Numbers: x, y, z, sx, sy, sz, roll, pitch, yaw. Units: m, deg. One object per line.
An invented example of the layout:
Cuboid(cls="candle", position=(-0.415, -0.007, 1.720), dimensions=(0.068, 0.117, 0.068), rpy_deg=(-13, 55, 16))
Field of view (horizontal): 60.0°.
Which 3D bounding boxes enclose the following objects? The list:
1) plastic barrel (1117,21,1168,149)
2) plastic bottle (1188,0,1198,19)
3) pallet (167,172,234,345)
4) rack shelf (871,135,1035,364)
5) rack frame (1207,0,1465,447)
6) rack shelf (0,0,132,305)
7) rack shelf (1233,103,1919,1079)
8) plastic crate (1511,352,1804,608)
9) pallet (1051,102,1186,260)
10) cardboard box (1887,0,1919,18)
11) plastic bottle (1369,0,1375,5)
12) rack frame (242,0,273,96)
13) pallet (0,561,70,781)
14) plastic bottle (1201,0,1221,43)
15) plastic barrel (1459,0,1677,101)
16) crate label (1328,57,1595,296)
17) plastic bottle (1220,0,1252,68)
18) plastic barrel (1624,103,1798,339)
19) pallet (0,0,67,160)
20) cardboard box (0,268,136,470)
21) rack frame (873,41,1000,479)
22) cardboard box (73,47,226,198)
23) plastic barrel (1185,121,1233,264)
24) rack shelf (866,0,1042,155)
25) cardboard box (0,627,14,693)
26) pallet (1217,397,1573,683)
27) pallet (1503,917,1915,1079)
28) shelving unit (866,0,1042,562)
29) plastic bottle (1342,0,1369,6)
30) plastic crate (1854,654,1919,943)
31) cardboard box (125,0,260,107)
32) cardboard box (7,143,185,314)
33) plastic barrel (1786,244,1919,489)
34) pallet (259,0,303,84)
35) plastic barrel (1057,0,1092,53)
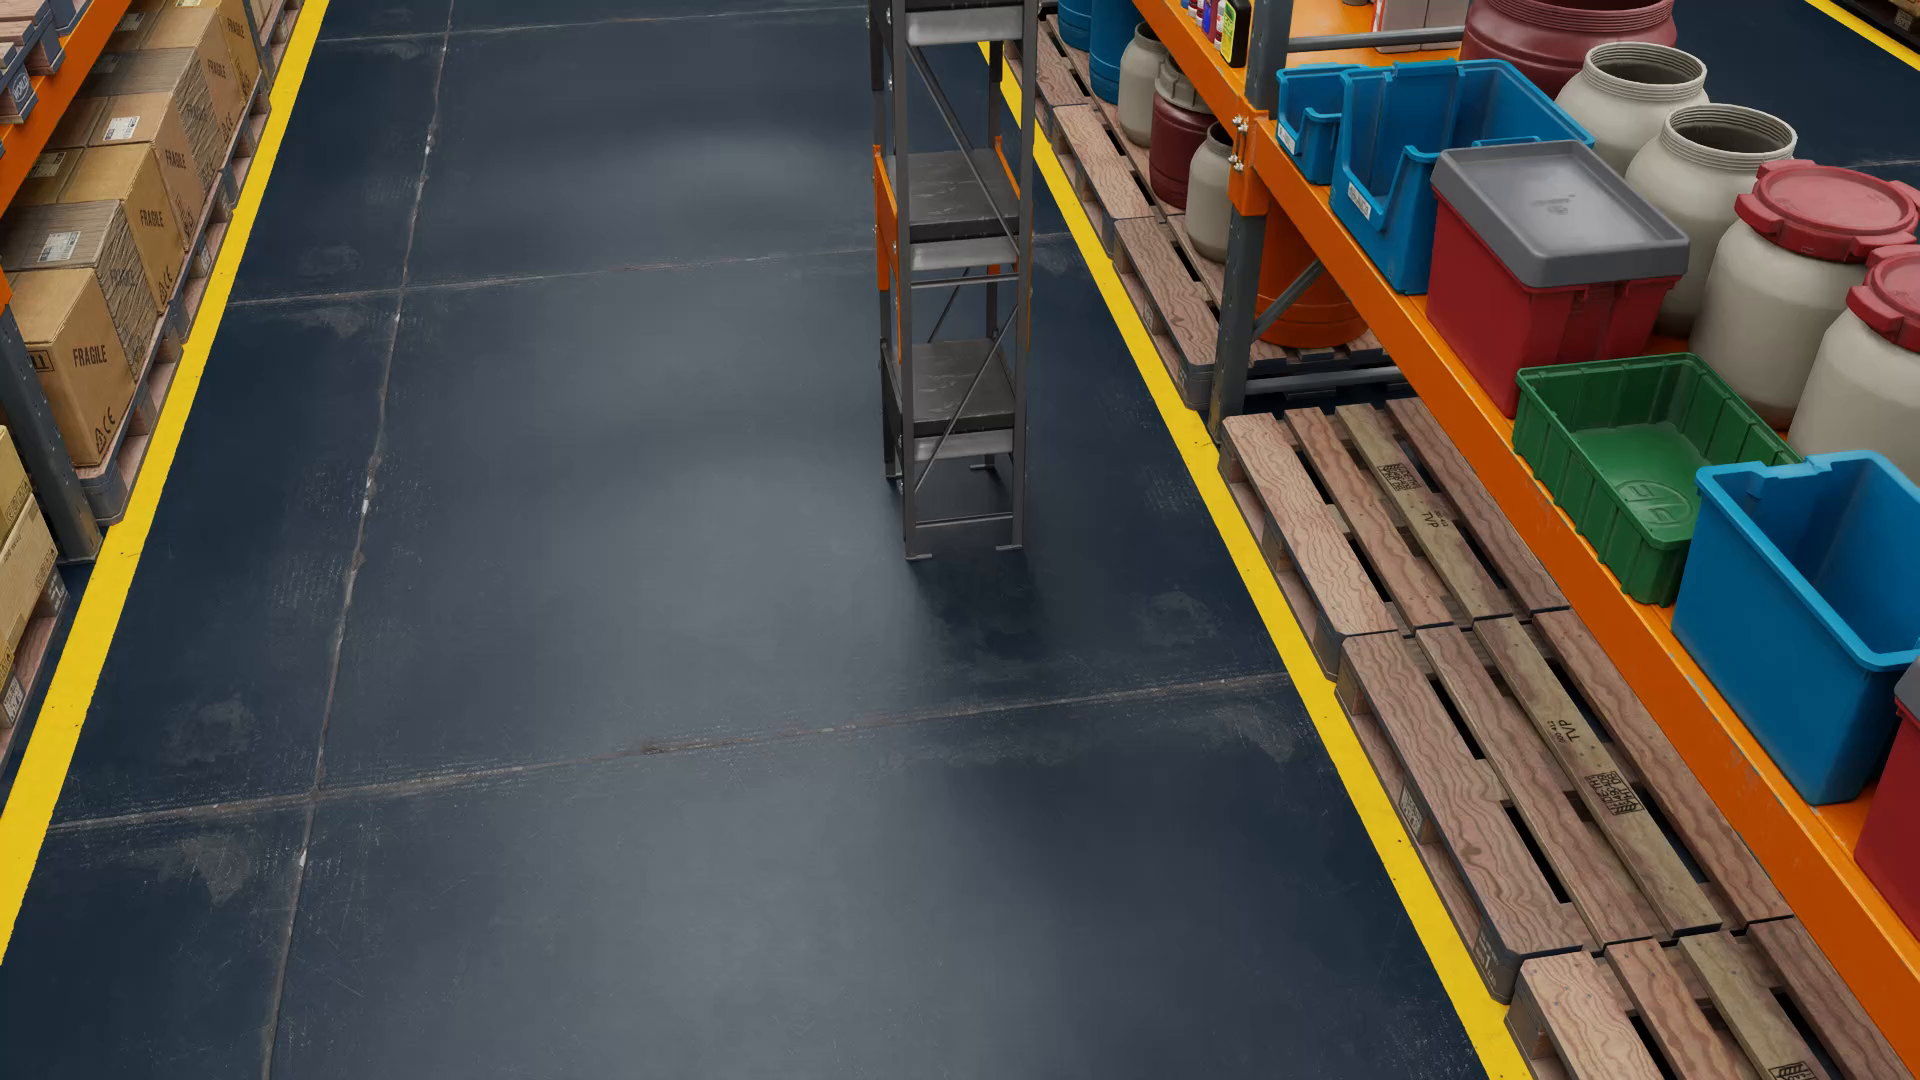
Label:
Cuboid(cls="plastic barrel", position=(0.950, -2.113, 7.711), dimensions=(0.421, 0.512, 0.421), rpy_deg=(0, 38, 0))
Cuboid(cls="plastic bottle", position=(0.887, -2.012, 6.057), dimensions=(0.097, 0.201, 0.097), rpy_deg=(0, 38, 0))
Cuboid(cls="pallet", position=(-3.744, -1.181, 7.098), dimensions=(1.003, 0.211, 1.213), rpy_deg=(-6, 38, -8))
Cuboid(cls="rack shelf", position=(-0.029, -0.918, 5.243), dimensions=(0.431, 0.518, 0.480), rpy_deg=(-6, 38, -8))
Cuboid(cls="rack frame", position=(1.437, -1.623, 5.394), dimensions=(1.000, 3.000, 0.127), rpy_deg=(-6, 38, -8))
Cuboid(cls="rack shelf", position=(-3.791, -2.016, 6.486), dimensions=(1.077, 0.370, 4.000), rpy_deg=(-6, 38, -8))
Cuboid(cls="rack shelf", position=(1.788, -0.130, 4.059), dimensions=(1.077, 0.370, 4.000), rpy_deg=(-6, 38, -8))
Cuboid(cls="plastic crate", position=(1.555, -0.144, 3.664), dimensions=(0.450, 0.188, 0.662), rpy_deg=(-6, 38, -8))
Cuboid(cls="pallet", position=(1.048, -1.728, 7.803), dimensions=(1.003, 0.211, 1.213), rpy_deg=(-6, 38, -8))
Cuboid(cls="cardboard box", position=(5.744, -3.514, 9.217), dimensions=(1.225, 0.875, 0.875), rpy_deg=(-6, 38, -8))
Cuboid(cls="plastic bottle", position=(1.599, -2.149, 6.173), dimensions=(0.152, 0.276, 0.135), rpy_deg=(-6, 38, -8))
Cuboid(cls="rack frame", position=(-4.141, -3.508, 7.821), dimensions=(1.000, 3.000, 0.127), rpy_deg=(-6, 38, -8))
Cuboid(cls="pallet", position=(-3.334, 0.511, 4.921), dimensions=(1.003, 0.211, 1.213), rpy_deg=(-6, 38, -8))
Cuboid(cls="plastic bottle", position=(0.906, -1.914, 5.864), dimensions=(0.061, 0.283, 0.133), rpy_deg=(-6, 38, -8))
Cuboid(cls="plastic barrel", position=(1.817, -1.429, 5.033), dimensions=(0.600, 0.536, 0.708), rpy_deg=(-6, 38, -8))
Cuboid(cls="crate label", position=(1.345, -1.007, 4.573), dimensions=(0.502, 0.435, 0.616), rpy_deg=(-6, 38, -8))
Cuboid(cls="plastic bottle", position=(0.946, -1.775, 5.685), dimensions=(0.061, 0.283, 0.133), rpy_deg=(-6, 38, -8))
Cuboid(cls="plastic barrel", position=(1.902, -0.814, 4.262), dimensions=(0.421, 0.512, 0.421), rpy_deg=(0, 38, 0))
Cuboid(cls="pallet", position=(-3.628, -1.418, 5.287), dimensions=(1.213, 0.211, 1.003), rpy_deg=(-6, 38, -8))
Cuboid(cls="cardboard box", position=(-3.238, -0.584, 5.736), dimensions=(0.500, 0.500, 0.500), rpy_deg=(-5, 38, -6))
Cuboid(cls="rack frame", position=(-0.072, -1.077, 5.424), dimensions=(0.400, 2.100, 0.015), rpy_deg=(-6, 38, -8))
Cuboid(cls="cardboard box", position=(-3.607, -1.825, 7.333), dimensions=(0.500, 0.500, 0.500), rpy_deg=(-6, 38, -7))
Cuboid(cls="plastic barrel", position=(1.148, -1.431, 6.833), dimensions=(0.421, 0.512, 0.421), rpy_deg=(0, 38, 0))
Cuboid(cls="rack shelf", position=(-0.029, -1.471, 4.813), dimensions=(0.431, 0.518, 0.480), rpy_deg=(-6, 38, -8))
Cuboid(cls="cardboard box", position=(-3.014, 0.430, 4.650), dimensions=(0.500, 0.250, 0.500), rpy_deg=(-7, 38, -8))
Cuboid(cls="pallet", position=(1.535, -0.049, 5.641), dimensions=(1.003, 0.211, 1.213), rpy_deg=(-6, 38, -8))
Cuboid(cls="pallet", position=(1.963, 1.424, 3.744), dimensions=(1.003, 0.211, 1.213), rpy_deg=(-6, 38, -8))
Cuboid(cls="shelving unit", position=(-0.029, -0.929, 5.235), dimensions=(0.431, 2.100, 0.503), rpy_deg=(-6, 38, -8))
Cuboid(cls="plastic bottle", position=(1.479, -2.095, 6.164), dimensions=(0.097, 0.201, 0.097), rpy_deg=(0, 38, 0))
Cuboid(cls="plastic crate", position=(1.752, 0.509, 2.598), dimensions=(0.402, 0.464, 0.583), rpy_deg=(-6, 38, -8))
Cuboid(cls="cardboard box", position=(-3.773, -2.427, 8.109), dimensions=(0.500, 0.500, 0.500), rpy_deg=(-6, 38, -8))
Cuboid(cls="cardboard box", position=(-3.419, -1.203, 6.533), dimensions=(0.500, 0.500, 0.500), rpy_deg=(-7, 38, -9))
Cuboid(cls="plastic barrel", position=(2.058, -0.305, 3.587), dimensions=(0.433, 0.535, 0.433), rpy_deg=(0, 38, 0))
Cuboid(cls="pallet", position=(-4.261, -2.822, 9.210), dimensions=(1.003, 0.211, 1.213), rpy_deg=(-6, 38, -8))
Cuboid(cls="plastic barrel", position=(0.815, -3.045, 8.593), dimensions=(0.600, 0.901, 0.708), rpy_deg=(-6, 38, -8))
